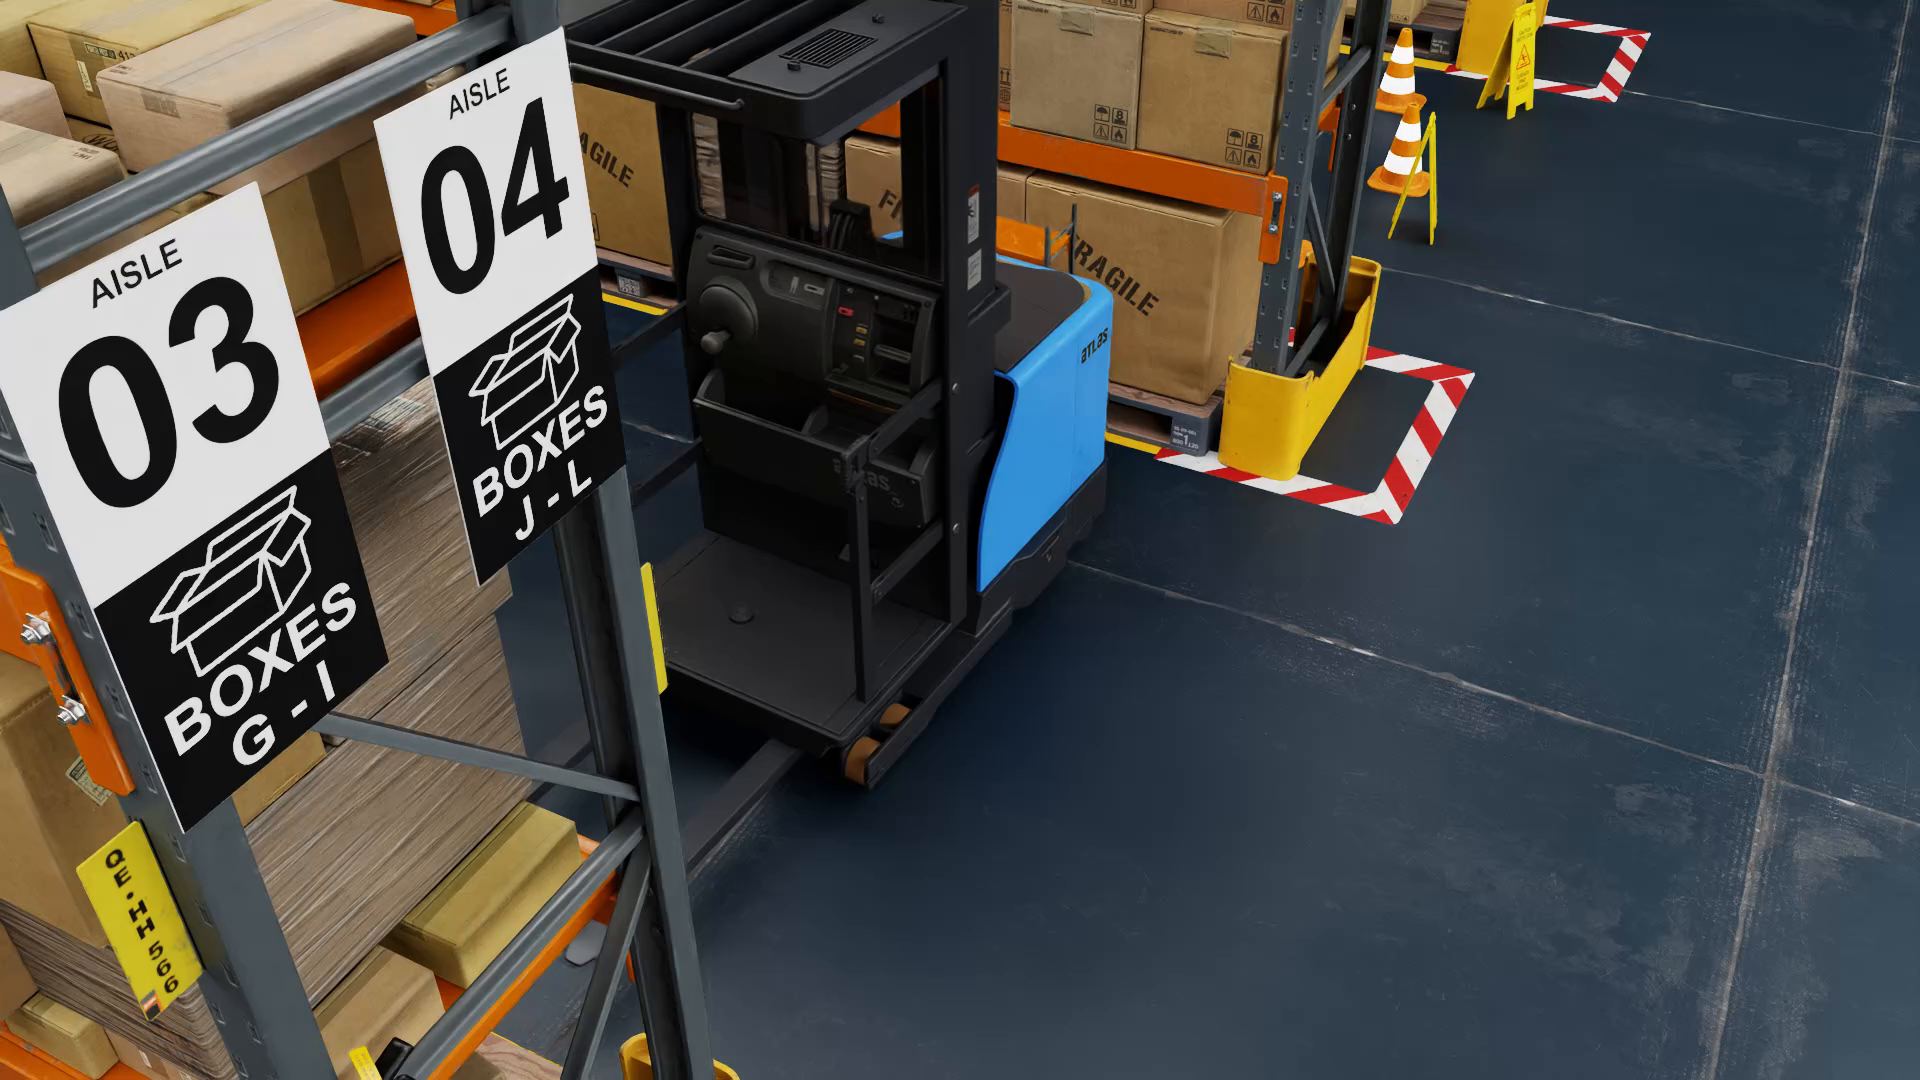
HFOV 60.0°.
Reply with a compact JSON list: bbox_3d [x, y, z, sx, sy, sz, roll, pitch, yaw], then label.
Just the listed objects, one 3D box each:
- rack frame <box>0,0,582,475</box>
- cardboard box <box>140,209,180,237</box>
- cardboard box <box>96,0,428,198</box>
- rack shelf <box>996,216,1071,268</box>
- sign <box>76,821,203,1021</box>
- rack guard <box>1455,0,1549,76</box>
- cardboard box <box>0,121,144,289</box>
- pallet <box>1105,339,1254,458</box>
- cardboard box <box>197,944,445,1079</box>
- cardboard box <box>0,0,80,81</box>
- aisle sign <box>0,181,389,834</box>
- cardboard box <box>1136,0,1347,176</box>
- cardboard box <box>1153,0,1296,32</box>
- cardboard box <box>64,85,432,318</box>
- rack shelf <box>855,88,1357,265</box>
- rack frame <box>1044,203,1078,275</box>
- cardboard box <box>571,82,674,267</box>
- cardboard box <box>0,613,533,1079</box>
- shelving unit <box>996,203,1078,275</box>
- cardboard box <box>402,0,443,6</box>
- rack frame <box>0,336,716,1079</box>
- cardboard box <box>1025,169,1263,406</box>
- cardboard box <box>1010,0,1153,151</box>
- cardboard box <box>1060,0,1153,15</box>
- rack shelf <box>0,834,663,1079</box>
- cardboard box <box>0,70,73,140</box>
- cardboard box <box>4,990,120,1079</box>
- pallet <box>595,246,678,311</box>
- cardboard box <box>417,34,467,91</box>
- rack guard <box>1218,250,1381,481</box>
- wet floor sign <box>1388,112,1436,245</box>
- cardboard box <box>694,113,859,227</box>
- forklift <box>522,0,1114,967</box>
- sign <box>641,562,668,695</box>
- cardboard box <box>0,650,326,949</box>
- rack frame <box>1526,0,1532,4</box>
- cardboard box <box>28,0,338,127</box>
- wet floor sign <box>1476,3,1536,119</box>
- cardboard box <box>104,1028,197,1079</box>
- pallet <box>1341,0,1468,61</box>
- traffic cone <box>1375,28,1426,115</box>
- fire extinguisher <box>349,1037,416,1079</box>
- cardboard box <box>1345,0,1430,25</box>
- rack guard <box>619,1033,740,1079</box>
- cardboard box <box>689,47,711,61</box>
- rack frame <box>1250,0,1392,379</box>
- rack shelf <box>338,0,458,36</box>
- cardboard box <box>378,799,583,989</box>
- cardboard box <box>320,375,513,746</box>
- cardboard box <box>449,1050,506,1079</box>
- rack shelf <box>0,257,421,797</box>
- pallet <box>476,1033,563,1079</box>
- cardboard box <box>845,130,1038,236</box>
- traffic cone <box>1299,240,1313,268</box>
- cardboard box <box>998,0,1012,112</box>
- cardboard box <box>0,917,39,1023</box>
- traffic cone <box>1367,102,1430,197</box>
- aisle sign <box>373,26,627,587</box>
[{"bbox_3d":[-0.876,-1.555,1.356,0.127,3.000,1.000,17,41,21],"label":"rack frame"},{"bbox_3d":[-1.421,-0.298,2.305,0.500,0.250,0.500,18,41,23],"label":"cardboard box"},{"bbox_3d":[-1.014,-0.660,2.452,0.250,0.149,0.380,17,40,21],"label":"cardboard box"},{"bbox_3d":[0.182,-1.164,6.642,0.480,0.148,0.258,20,41,24],"label":"rack shelf"},{"bbox_3d":[-1.149,0.540,2.339,0.005,0.325,0.100,17,41,21],"label":"sign"},{"bbox_3d":[3.614,-3.511,10.963,0.348,0.500,1.175,17,41,21],"label":"rack guard"},{"bbox_3d":[-1.266,-0.369,2.069,0.250,0.149,0.380,17,41,21],"label":"cardboard box"},{"bbox_3d":[0.749,-0.870,7.722,1.213,0.211,1.003,17,41,21],"label":"pallet"},{"bbox_3d":[-1.224,0.966,3.204,0.250,0.149,0.380,17,41,21],"label":"cardboard box"},{"bbox_3d":[-1.481,-0.788,2.621,0.250,0.149,0.380,17,40,21],"label":"cardboard box"},{"bbox_3d":[-0.959,-0.023,2.149,0.004,0.787,0.394,17,41,21],"label":"aisle sign"},{"bbox_3d":[1.145,-1.939,6.699,0.550,0.550,0.875,17,41,21],"label":"cardboard box"},{"bbox_3d":[1.183,-2.414,6.432,0.550,0.550,0.875,17,41,21],"label":"cardboard box"},{"bbox_3d":[-1.185,-0.573,2.667,0.500,0.250,0.500,19,41,23],"label":"cardboard box"},{"bbox_3d":[-0.281,-2.070,7.591,4.000,0.370,1.077,17,41,21],"label":"rack shelf"},{"bbox_3d":[0.393,-0.777,6.781,0.015,1.200,0.240,20,41,24],"label":"rack frame"},{"bbox_3d":[-1.531,-2.021,8.342,0.875,0.875,0.875,18,41,22],"label":"cardboard box"},{"bbox_3d":[-1.352,0.509,3.270,0.500,0.500,0.875,17,41,21],"label":"cardboard box"},{"bbox_3d":[0.182,-0.851,6.879,0.503,1.200,0.258,20,41,24],"label":"shelving unit"},{"bbox_3d":[-2.643,-2.954,8.078,0.500,0.500,0.500,17,40,21],"label":"cardboard box"},{"bbox_3d":[-0.876,0.835,3.170,0.127,3.000,1.000,17,41,21],"label":"rack frame"},{"bbox_3d":[0.862,-1.274,7.358,0.875,0.875,0.875,18,41,22],"label":"cardboard box"},{"bbox_3d":[0.646,-2.080,6.885,0.550,0.550,0.875,17,41,21],"label":"cardboard box"},{"bbox_3d":[0.652,-2.518,6.569,0.550,0.550,0.875,17,41,21],"label":"cardboard box"},{"bbox_3d":[-2.652,0.565,4.120,4.000,0.370,1.077,17,41,21],"label":"rack shelf"},{"bbox_3d":[-1.443,-0.504,2.247,0.250,0.149,0.380,16,40,20],"label":"cardboard box"},{"bbox_3d":[-1.691,0.854,3.351,0.250,0.149,0.380,17,41,21],"label":"cardboard box"},{"bbox_3d":[-1.418,-1.548,8.615,1.213,0.211,1.003,17,41,21],"label":"pallet"},{"bbox_3d":[-2.650,-2.308,8.823,0.750,0.750,1.050,17,40,21],"label":"cardboard box"},{"bbox_3d":[1.516,-0.798,7.388,0.348,0.500,1.175,17,41,21],"label":"rack guard"},{"bbox_3d":[2.431,-1.918,8.742,0.232,0.644,0.267,11,38,14],"label":"wet floor sign"},{"bbox_3d":[-0.729,-1.772,8.014,0.875,0.875,0.875,18,41,22],"label":"cardboard box"},{"bbox_3d":[-0.598,-0.654,5.188,1.130,2.935,3.031,20,42,24],"label":"forklift"},{"bbox_3d":[-0.627,0.198,3.292,0.005,0.325,0.100,17,41,21],"label":"sign"},{"bbox_3d":[-1.478,0.258,2.774,0.500,0.500,0.500,17,41,21],"label":"cardboard box"},{"bbox_3d":[3.682,-4.486,10.179,0.127,3.000,1.000,17,41,21],"label":"rack frame"},{"bbox_3d":[-1.200,-0.784,2.615,0.250,0.149,0.380,18,41,22],"label":"cardboard box"},{"bbox_3d":[3.358,-2.921,10.064,0.267,0.644,0.232,-29,46,-33],"label":"wet floor sign"},{"bbox_3d":[-1.446,0.896,3.296,0.250,0.149,0.380,17,41,21],"label":"cardboard box"},{"bbox_3d":[2.909,-3.641,11.372,1.213,0.211,1.003,17,41,21],"label":"pallet"},{"bbox_3d":[2.706,-2.903,10.191,0.334,0.463,0.336,17,41,21],"label":"traffic cone"},{"bbox_3d":[-0.986,1.145,2.825,0.183,0.674,0.296,17,41,21],"label":"fire extinguisher"},{"bbox_3d":[2.819,-3.645,10.998,0.500,0.250,0.500,17,40,21],"label":"cardboard box"},{"bbox_3d":[-0.943,1.809,3.953,0.348,0.500,1.175,17,41,21],"label":"rack guard"},{"bbox_3d":[-0.800,-2.522,7.467,0.550,0.550,0.875,17,41,21],"label":"cardboard box"},{"bbox_3d":[1.495,-1.800,6.641,0.127,3.000,1.000,17,41,21],"label":"rack frame"},{"bbox_3d":[-3.833,-3.182,9.056,4.000,0.370,1.077,17,41,21],"label":"rack shelf"},{"bbox_3d":[-1.019,0.727,3.519,0.250,0.149,0.380,17,41,21],"label":"cardboard box"},{"bbox_3d":[-1.239,-0.021,3.141,0.500,0.500,0.500,17,41,21],"label":"cardboard box"},{"bbox_3d":[-1.423,1.480,4.039,0.500,0.500,0.500,25,44,29],"label":"cardboard box"},{"bbox_3d":[-2.652,-0.630,3.213,4.000,0.370,1.077,17,41,21],"label":"rack shelf"},{"bbox_3d":[-1.649,1.679,4.363,1.213,0.211,1.003,17,41,21],"label":"pallet"},{"bbox_3d":[0.080,-1.518,7.679,0.875,0.875,0.875,17,40,21],"label":"cardboard box"},{"bbox_3d":[1.676,-1.700,8.607,0.334,0.463,0.336,17,41,21],"label":"traffic cone"},{"bbox_3d":[0.207,-2.303,7.179,0.550,0.550,0.875,17,41,21],"label":"cardboard box"},{"bbox_3d":[-1.851,0.434,3.369,0.500,0.500,0.875,17,41,21],"label":"cardboard box"},{"bbox_3d":[2.498,-2.212,9.281,0.334,0.463,0.336,17,41,21],"label":"traffic cone"},{"bbox_3d":[-0.683,-0.345,2.573,0.004,0.787,0.394,17,41,21],"label":"aisle sign"}]
